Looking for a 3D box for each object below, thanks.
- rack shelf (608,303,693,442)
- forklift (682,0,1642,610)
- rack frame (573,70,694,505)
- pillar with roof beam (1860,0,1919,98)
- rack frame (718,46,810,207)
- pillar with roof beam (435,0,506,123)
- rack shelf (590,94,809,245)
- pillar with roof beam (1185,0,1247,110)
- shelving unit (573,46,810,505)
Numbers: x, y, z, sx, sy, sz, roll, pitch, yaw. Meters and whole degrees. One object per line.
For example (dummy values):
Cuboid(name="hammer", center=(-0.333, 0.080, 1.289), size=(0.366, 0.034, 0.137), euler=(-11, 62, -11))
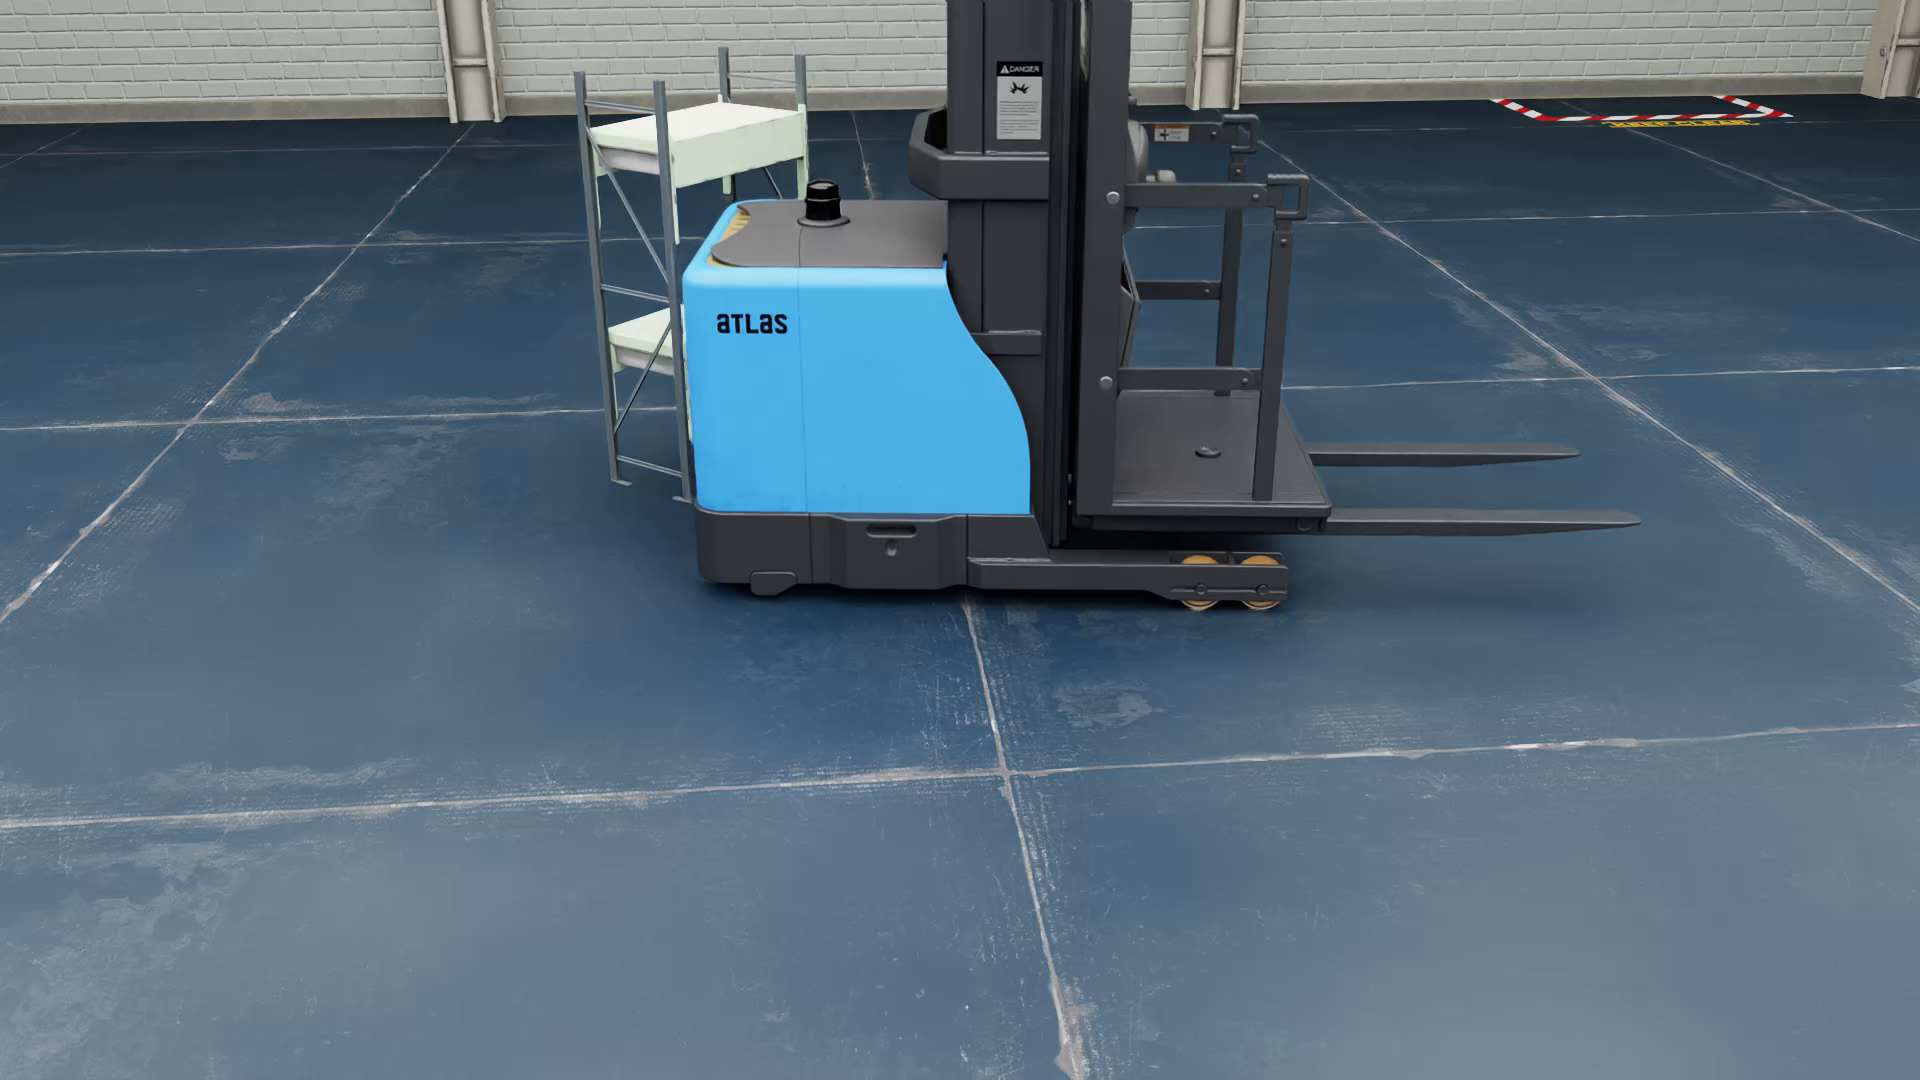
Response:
Cuboid(name="rack shelf", center=(-0.934, -0.687, 6.253), size=(0.431, 0.370, 0.720), euler=(15, 28, 31))
Cuboid(name="forklift", center=(0.678, -1.338, 5.153), size=(3.031, 2.935, 1.130), euler=(0, 24, 1))
Cuboid(name="rack frame", center=(-1.138, -0.862, 5.842), size=(0.400, 1.500, 0.023), euler=(15, 28, 31))
Cuboid(name="pillar with roof beam", center=(8.498, -6.235, 8.697), size=(0.400, 9.000, 9.100), euler=(-2, 24, -5))
Cuboid(name="rack frame", center=(-0.730, -1.109, 6.398), size=(0.400, 1.500, 0.023), euler=(15, 28, 31))
Cuboid(name="pillar with roof beam", center=(-3.444, -5.755, 7.620), size=(0.400, 9.000, 9.100), euler=(-2, 24, -5))
Cuboid(name="rack shelf", center=(-0.934, -1.342, 5.962), size=(0.431, 0.370, 0.720), euler=(15, 28, 31))
Cuboid(name="pillar with roof beam", center=(2.527, -5.995, 8.159), size=(0.400, 9.000, 9.100), euler=(-2, 24, -5))
Cuboid(name="shelving unit", center=(-0.934, -0.985, 6.120), size=(0.431, 1.500, 0.755), euler=(15, 28, 31))
